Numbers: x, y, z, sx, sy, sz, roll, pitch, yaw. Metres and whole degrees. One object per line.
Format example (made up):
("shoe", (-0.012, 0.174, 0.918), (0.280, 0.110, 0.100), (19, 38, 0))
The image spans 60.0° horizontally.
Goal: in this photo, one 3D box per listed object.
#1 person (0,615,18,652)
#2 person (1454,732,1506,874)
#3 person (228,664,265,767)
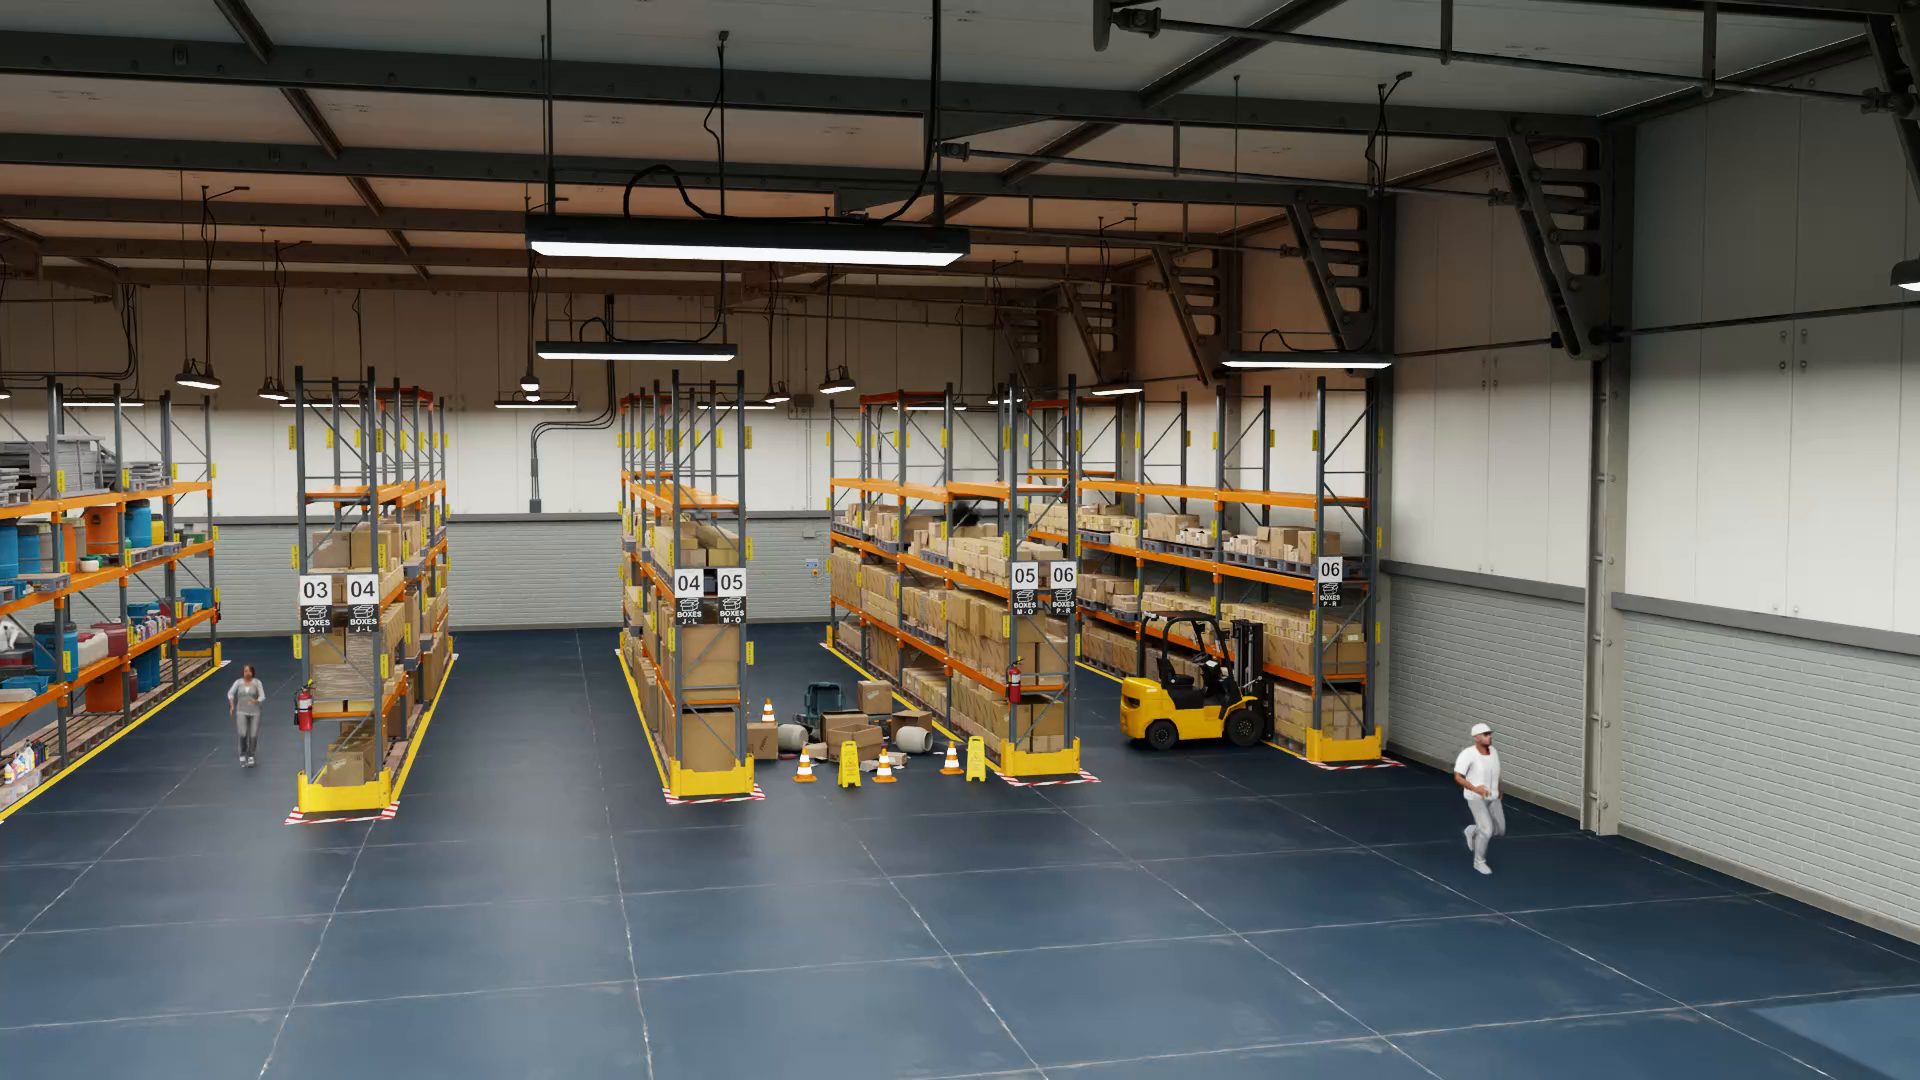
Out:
("person", (-18.866, 2.204, 32.661), (0.603, 1.742, 0.839), (-1, 4, -22))
("person", (6.064, 3.010, 19.387), (0.736, 1.690, 0.613), (-2, 4, -29))
("person", (-10.891, 2.689, 25.410), (0.514, 1.560, 0.645), (-2, 4, -26))
